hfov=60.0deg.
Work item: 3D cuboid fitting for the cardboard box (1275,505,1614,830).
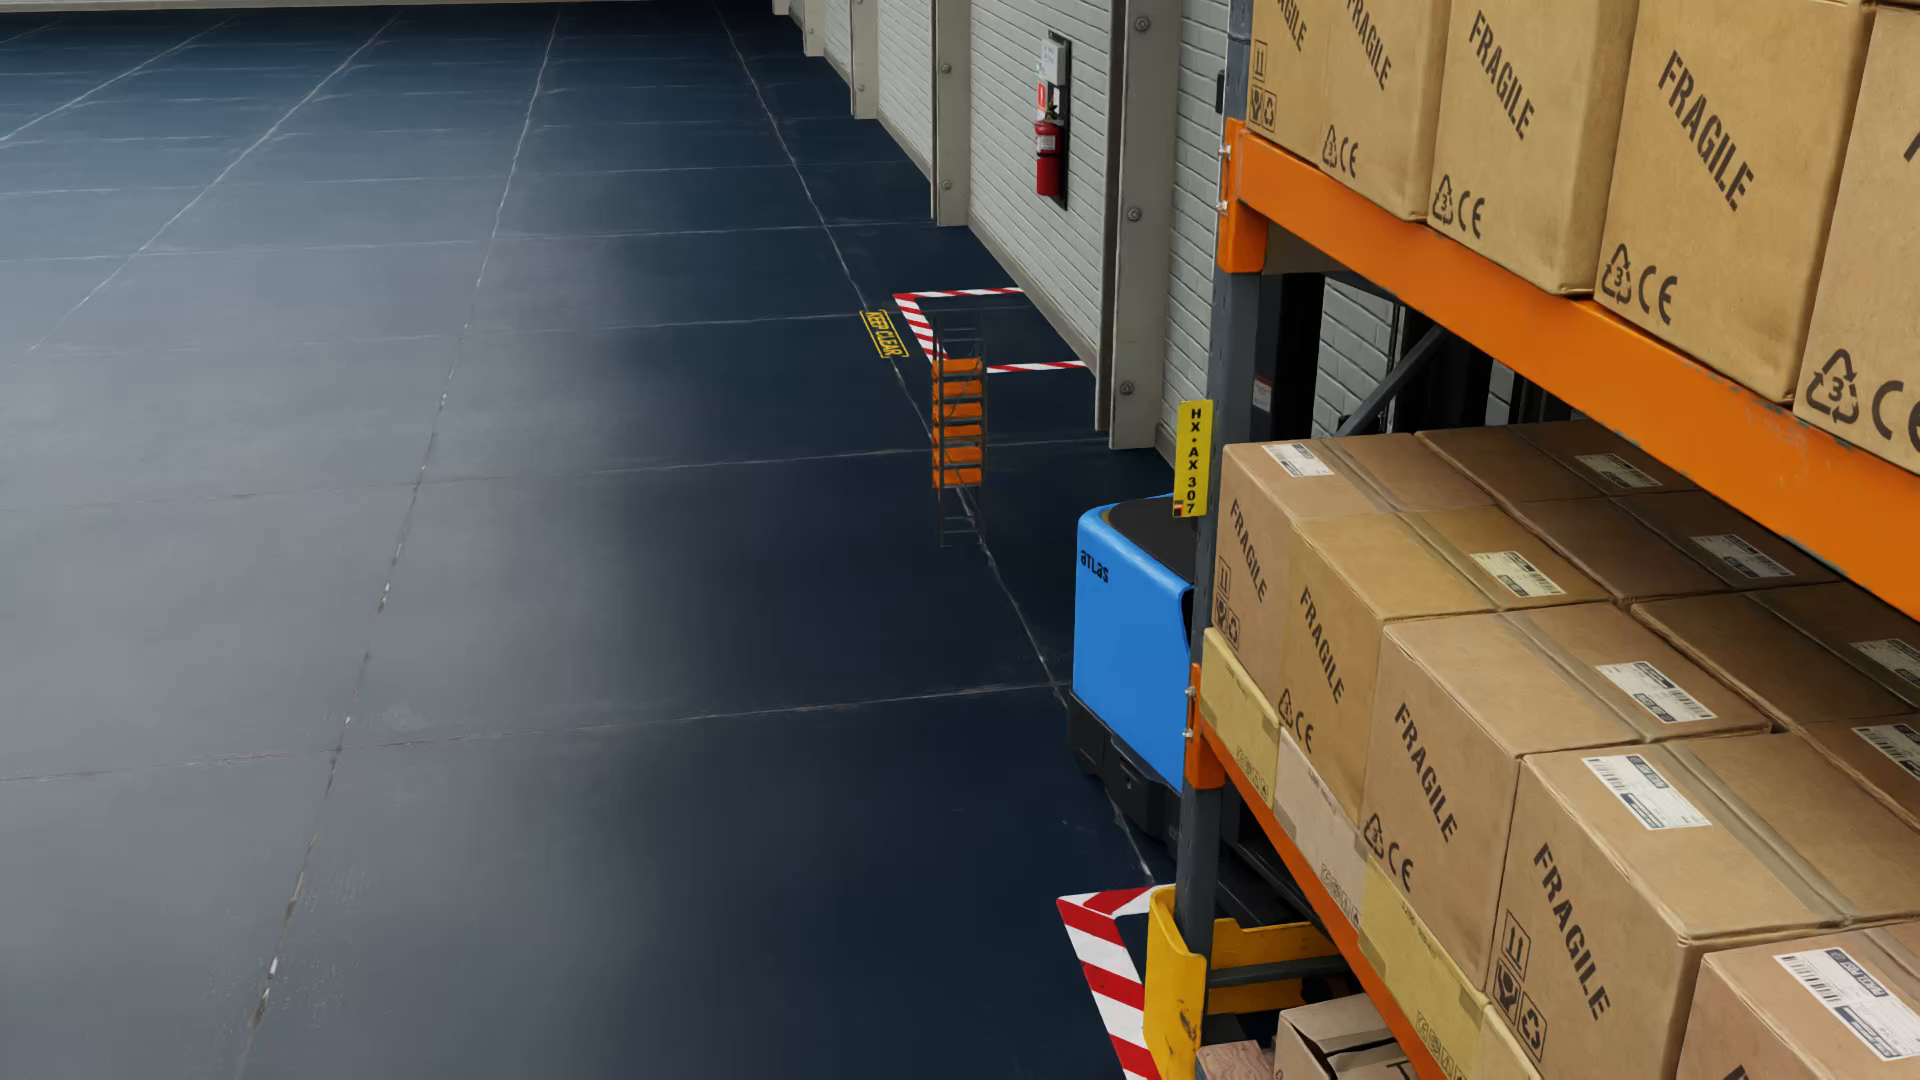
[{"bbox_3d":[1.028,0.263,3.625,0.500,0.500,0.500,-4,24,-10],"label":"cardboard box"}]

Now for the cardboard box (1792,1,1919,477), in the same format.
[{"bbox_3d":[1.337,-0.309,1.813,0.500,0.500,0.500,-5,24,-12],"label":"cardboard box"}]

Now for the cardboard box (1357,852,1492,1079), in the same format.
[{"bbox_3d":[1.130,0.821,3.284,0.500,0.250,0.500,-5,24,-11],"label":"cardboard box"}]

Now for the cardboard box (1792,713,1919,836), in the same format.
[{"bbox_3d":[1.726,0.628,2.790,0.500,0.500,0.500,-4,24,-9],"label":"cardboard box"}]

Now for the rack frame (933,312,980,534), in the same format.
[{"bbox_3d":[-0.020,-0.592,8.605,0.240,1.200,0.006,-4,24,-10],"label":"rack frame"}]

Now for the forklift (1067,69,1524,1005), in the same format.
[{"bbox_3d":[1.501,-0.020,5.134,1.130,2.935,3.031,-10,26,-22],"label":"forklift"}]

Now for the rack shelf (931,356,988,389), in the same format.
[{"bbox_3d":[-0.003,-0.845,8.397,0.258,0.103,0.180,-4,24,-10],"label":"rack shelf"}]

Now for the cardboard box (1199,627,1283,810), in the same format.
[{"bbox_3d":[0.932,0.417,4.209,0.500,0.250,0.500,-5,24,-11],"label":"cardboard box"}]

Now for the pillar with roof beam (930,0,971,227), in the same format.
[{"bbox_3d":[-4.316,-6.797,13.070,9.100,9.000,0.400,-4,24,-10],"label":"pillar with roof beam"}]

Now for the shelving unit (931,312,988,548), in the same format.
[{"bbox_3d":[-0.003,-0.556,8.523,0.258,1.200,0.189,-4,24,-10],"label":"shelving unit"}]

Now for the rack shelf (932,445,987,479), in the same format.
[{"bbox_3d":[-0.003,-0.405,8.589,0.258,0.103,0.180,-4,24,-10],"label":"rack shelf"}]

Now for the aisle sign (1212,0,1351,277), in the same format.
[{"bbox_3d":[0.846,-1.055,4.170,0.394,0.787,0.004,-4,24,-10],"label":"aisle sign"}]

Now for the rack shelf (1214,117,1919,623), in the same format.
[{"bbox_3d":[1.524,-0.116,2.419,1.077,0.370,4.000,-4,24,-10],"label":"rack shelf"}]

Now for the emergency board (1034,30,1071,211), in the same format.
[{"bbox_3d":[0.604,-2.981,11.828,0.194,1.169,0.643,-4,24,-10],"label":"emergency board"}]

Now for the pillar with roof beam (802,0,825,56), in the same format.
[{"bbox_3d":[-6.535,-11.517,23.877,9.100,9.000,0.400,-4,24,-10],"label":"pillar with roof beam"}]

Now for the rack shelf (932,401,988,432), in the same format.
[{"bbox_3d":[-0.003,-0.625,8.493,0.258,0.103,0.180,-4,24,-10],"label":"rack shelf"}]

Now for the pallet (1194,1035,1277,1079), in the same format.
[{"bbox_3d":[1.283,1.772,4.428,1.003,0.211,1.213,-4,24,-10],"label":"pallet"}]

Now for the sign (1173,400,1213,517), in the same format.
[{"bbox_3d":[0.621,-0.214,4.411,0.100,0.325,0.005,-4,24,-10],"label":"sign"}]

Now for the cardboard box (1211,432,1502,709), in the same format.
[{"bbox_3d":[0.947,0.068,4.071,0.500,0.500,0.500,-4,24,-10],"label":"cardboard box"}]

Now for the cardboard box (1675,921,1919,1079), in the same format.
[{"bbox_3d":[1.322,0.874,2.227,0.500,0.500,0.500,-5,24,-11],"label":"cardboard box"}]

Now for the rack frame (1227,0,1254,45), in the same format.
[{"bbox_3d":[1.154,-2.607,3.476,1.000,3.000,0.127,-4,24,-10],"label":"rack frame"}]

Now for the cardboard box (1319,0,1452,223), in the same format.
[{"bbox_3d":[1.034,-0.923,3.219,0.500,0.500,0.500,-3,24,-6],"label":"cardboard box"}]

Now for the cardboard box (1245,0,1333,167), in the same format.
[{"bbox_3d":[0.970,-1.137,3.708,0.500,0.500,0.500,-4,24,-8],"label":"cardboard box"}]

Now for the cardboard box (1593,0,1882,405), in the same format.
[{"bbox_3d":[1.254,-0.510,2.273,0.500,0.500,0.500,-3,24,-6],"label":"cardboard box"}]

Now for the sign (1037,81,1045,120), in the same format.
[{"bbox_3d":[0.604,-3.223,12.336,0.001,0.329,0.234,-4,24,-10],"label":"sign"}]

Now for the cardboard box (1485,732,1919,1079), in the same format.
[{"bbox_3d":[1.225,0.669,2.695,0.500,0.500,0.500,-4,24,-8],"label":"cardboard box"}]

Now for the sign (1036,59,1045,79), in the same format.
[{"bbox_3d":[0.596,-3.463,12.225,0.001,0.109,0.331,-4,24,-10],"label":"sign"}]

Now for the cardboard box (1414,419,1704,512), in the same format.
[{"bbox_3d":[1.450,0.028,4.164,0.500,0.500,0.500,-5,24,-10],"label":"cardboard box"}]

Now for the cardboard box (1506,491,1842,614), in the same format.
[{"bbox_3d":[1.533,0.227,3.709,0.500,0.500,0.500,-4,24,-9],"label":"cardboard box"}]

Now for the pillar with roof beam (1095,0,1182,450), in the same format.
[{"bbox_3d":[-3.207,-4.437,7.666,9.100,9.000,0.400,-4,24,-10],"label":"pillar with roof beam"}]

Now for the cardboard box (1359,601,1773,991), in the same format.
[{"bbox_3d":[1.118,0.467,3.158,0.500,0.500,0.500,-5,24,-11],"label":"cardboard box"}]

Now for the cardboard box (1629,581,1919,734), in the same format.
[{"bbox_3d":[1.633,0.430,3.244,0.500,0.500,0.500,-5,24,-11],"label":"cardboard box"}]

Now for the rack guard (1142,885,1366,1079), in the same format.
[{"bbox_3d":[1.168,1.318,5.108,1.175,0.500,0.348,-4,24,-10],"label":"rack guard"}]

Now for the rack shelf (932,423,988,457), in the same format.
[{"bbox_3d":[-0.003,-0.515,8.541,0.258,0.103,0.180,-4,24,-10],"label":"rack shelf"}]

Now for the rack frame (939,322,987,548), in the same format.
[{"bbox_3d":[0.014,-0.520,8.440,0.240,1.200,0.006,-4,24,-10],"label":"rack frame"}]

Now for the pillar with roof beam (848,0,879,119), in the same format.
[{"bbox_3d":[-5.426,-9.157,18.473,9.100,9.000,0.400,-4,24,-10],"label":"pillar with roof beam"}]

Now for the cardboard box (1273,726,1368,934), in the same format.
[{"bbox_3d":[1.042,0.621,3.744,0.500,0.250,0.500,-5,24,-11],"label":"cardboard box"}]

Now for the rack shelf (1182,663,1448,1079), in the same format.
[{"bbox_3d":[1.524,1.259,3.019,1.077,0.370,4.000,-4,24,-10],"label":"rack shelf"}]

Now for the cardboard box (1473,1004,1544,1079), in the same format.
[{"bbox_3d":[1.222,1.020,2.828,0.500,0.250,0.500,-4,24,-9],"label":"cardboard box"}]

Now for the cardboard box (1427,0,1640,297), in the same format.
[{"bbox_3d":[1.134,-0.719,2.752,0.500,0.500,0.500,-3,24,-7],"label":"cardboard box"}]

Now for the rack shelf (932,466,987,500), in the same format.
[{"bbox_3d":[-0.003,-0.295,8.637,0.258,0.103,0.180,-4,24,-10],"label":"rack shelf"}]

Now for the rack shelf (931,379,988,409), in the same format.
[{"bbox_3d":[-0.003,-0.735,8.445,0.258,0.103,0.180,-4,24,-10],"label":"rack shelf"}]

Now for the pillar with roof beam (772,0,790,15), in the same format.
[{"bbox_3d":[-7.645,-13.877,29.280,9.100,9.000,0.400,-4,24,-10],"label":"pillar with roof beam"}]

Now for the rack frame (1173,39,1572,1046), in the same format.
[{"bbox_3d":[1.154,0.142,4.676,1.000,3.000,0.127,-4,24,-10],"label":"rack frame"}]

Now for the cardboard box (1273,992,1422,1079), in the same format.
[{"bbox_3d":[1.193,1.452,4.488,0.500,0.311,0.500,-7,25,-16],"label":"cardboard box"}]
